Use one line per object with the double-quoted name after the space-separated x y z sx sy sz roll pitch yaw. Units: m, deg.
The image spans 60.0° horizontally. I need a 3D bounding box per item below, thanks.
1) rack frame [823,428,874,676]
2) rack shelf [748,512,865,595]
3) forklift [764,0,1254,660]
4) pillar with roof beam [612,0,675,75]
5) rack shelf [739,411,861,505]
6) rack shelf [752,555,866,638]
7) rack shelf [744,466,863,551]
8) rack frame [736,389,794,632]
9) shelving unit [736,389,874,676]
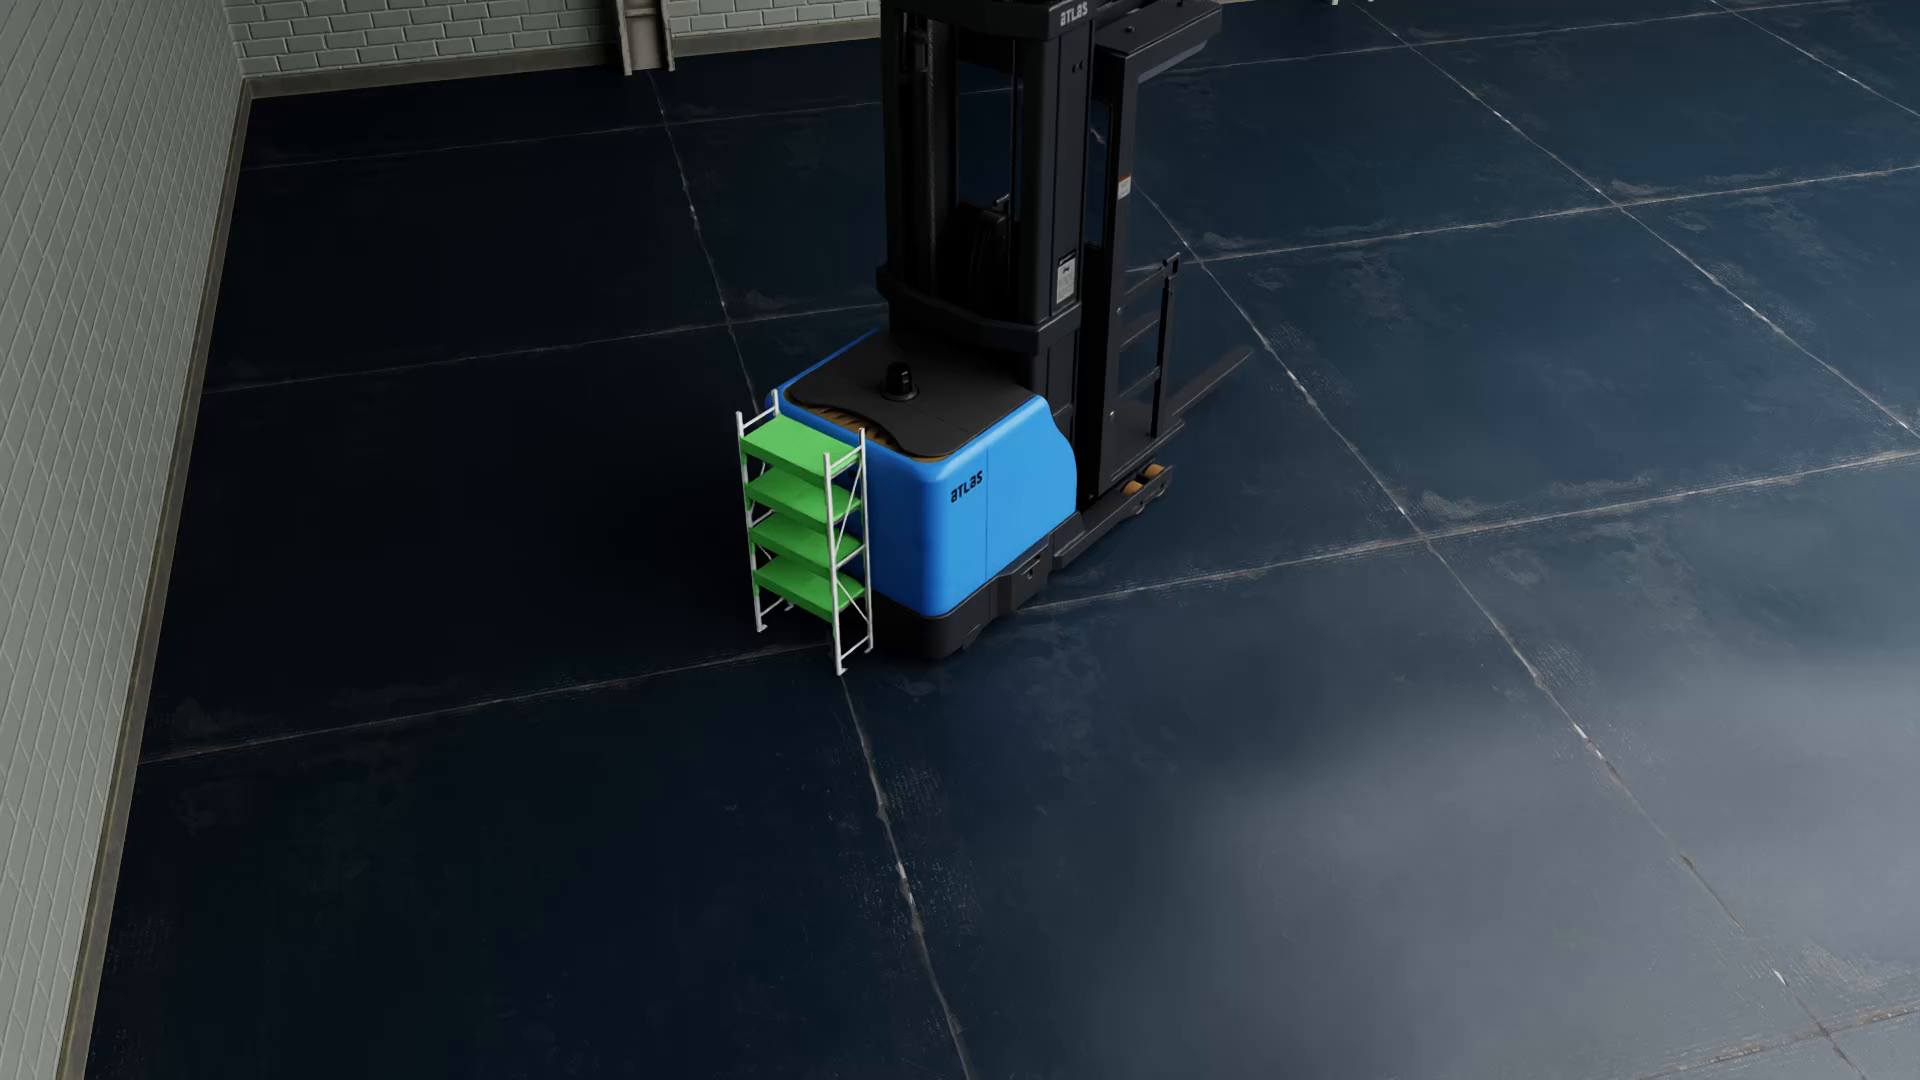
-0.474 0.072 7.147 0.015 1.200 0.240 25 44 29 "rack frame"
-0.666 0.032 7.305 0.480 0.148 0.258 25 44 29 "rack shelf"
0.432 -1.464 7.731 1.130 2.935 3.031 26 44 30 "forklift"
-1.343 -4.792 7.087 0.400 9.000 9.100 -9 38 -12 "pillar with roof beam"
-0.666 -0.349 7.014 0.480 0.148 0.258 25 44 29 "rack shelf"
-0.666 0.223 7.451 0.480 0.148 0.258 25 44 29 "rack shelf"
-0.666 -0.159 7.159 0.480 0.148 0.258 25 44 29 "rack shelf"
-0.859 -0.110 7.385 0.015 1.200 0.240 25 44 29 "rack frame"
-0.666 -0.019 7.266 0.503 1.200 0.258 25 44 29 "shelving unit"
